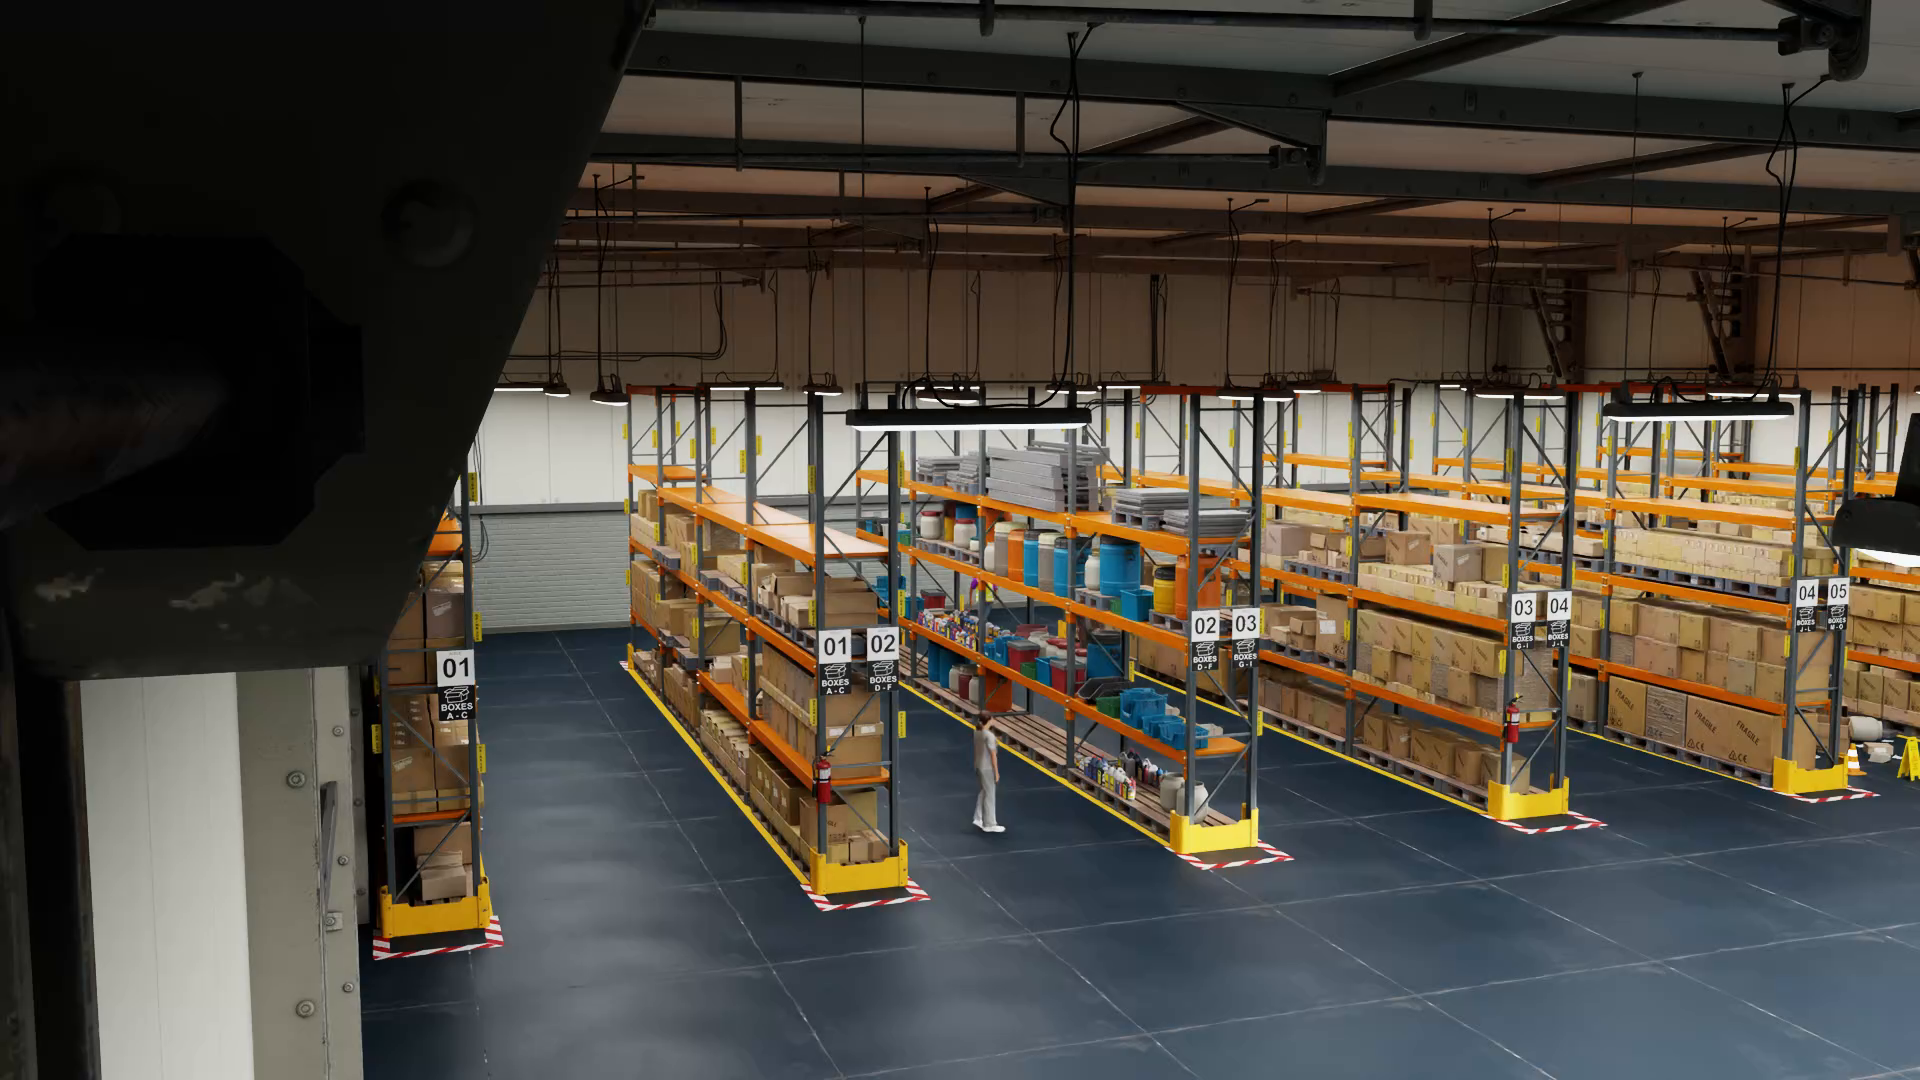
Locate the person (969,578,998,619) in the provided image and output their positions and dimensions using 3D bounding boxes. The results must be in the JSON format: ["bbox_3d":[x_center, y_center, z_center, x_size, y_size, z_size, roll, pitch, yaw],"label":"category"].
[{"bbox_3d":[0.593,1.468,39.031,0.640,1.790,0.904,-3,6,-23],"label":"person"}]

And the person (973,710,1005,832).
[{"bbox_3d":[0.372,3.182,22.787,0.375,1.738,0.496,-3,7,-28],"label":"person"}]

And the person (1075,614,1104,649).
[{"bbox_3d":[2.650,1.828,33.816,0.617,1.783,0.536,1,6,13],"label":"person"}]

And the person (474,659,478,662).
[{"bbox_3d":[-10.814,1.773,35.635,0.525,1.707,1.073,-6,8,-43],"label":"person"}]
